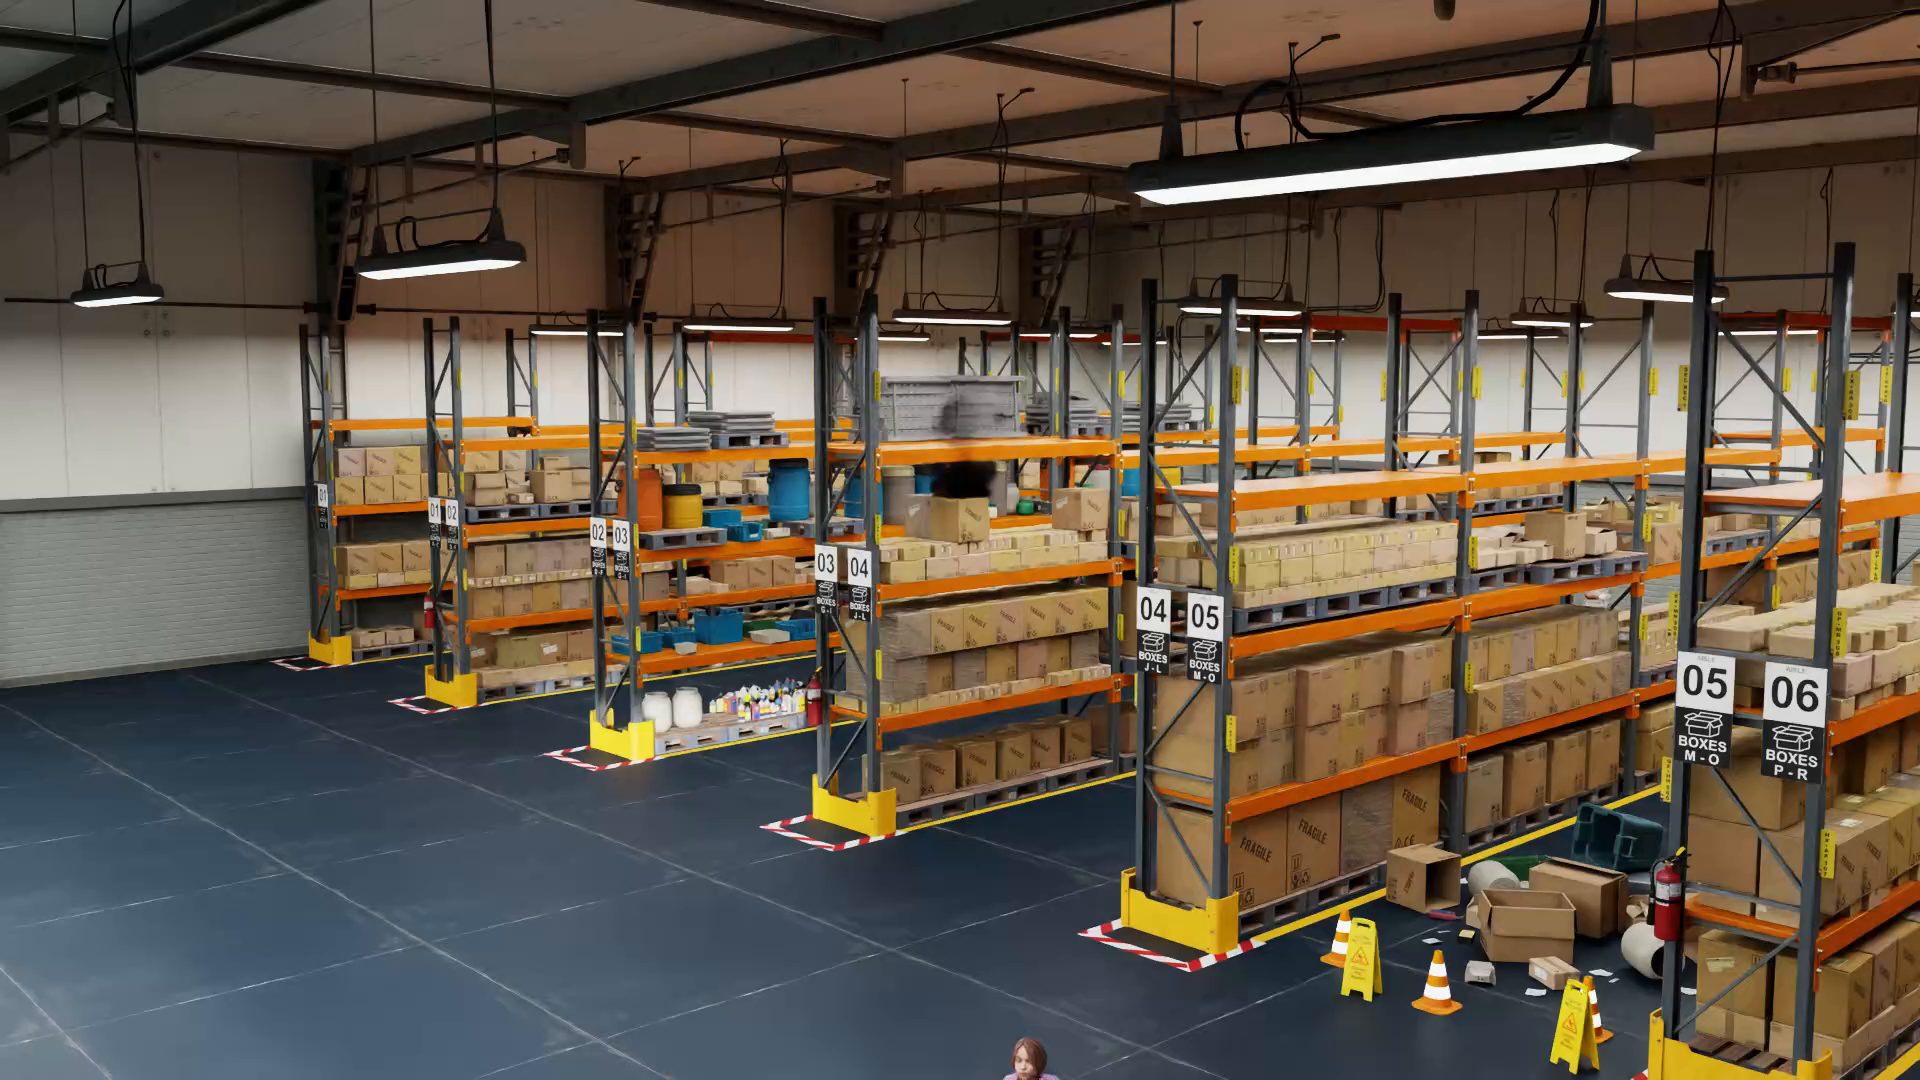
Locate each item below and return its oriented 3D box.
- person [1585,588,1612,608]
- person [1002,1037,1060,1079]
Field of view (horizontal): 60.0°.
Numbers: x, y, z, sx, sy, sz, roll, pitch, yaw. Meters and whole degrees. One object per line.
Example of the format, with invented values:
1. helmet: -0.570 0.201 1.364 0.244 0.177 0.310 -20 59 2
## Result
1. person: 11.529 1.246 30.078 0.677 1.773 0.995 -4 7 -35
2. person: 0.422 3.480 9.179 0.562 1.578 0.604 1 6 13
